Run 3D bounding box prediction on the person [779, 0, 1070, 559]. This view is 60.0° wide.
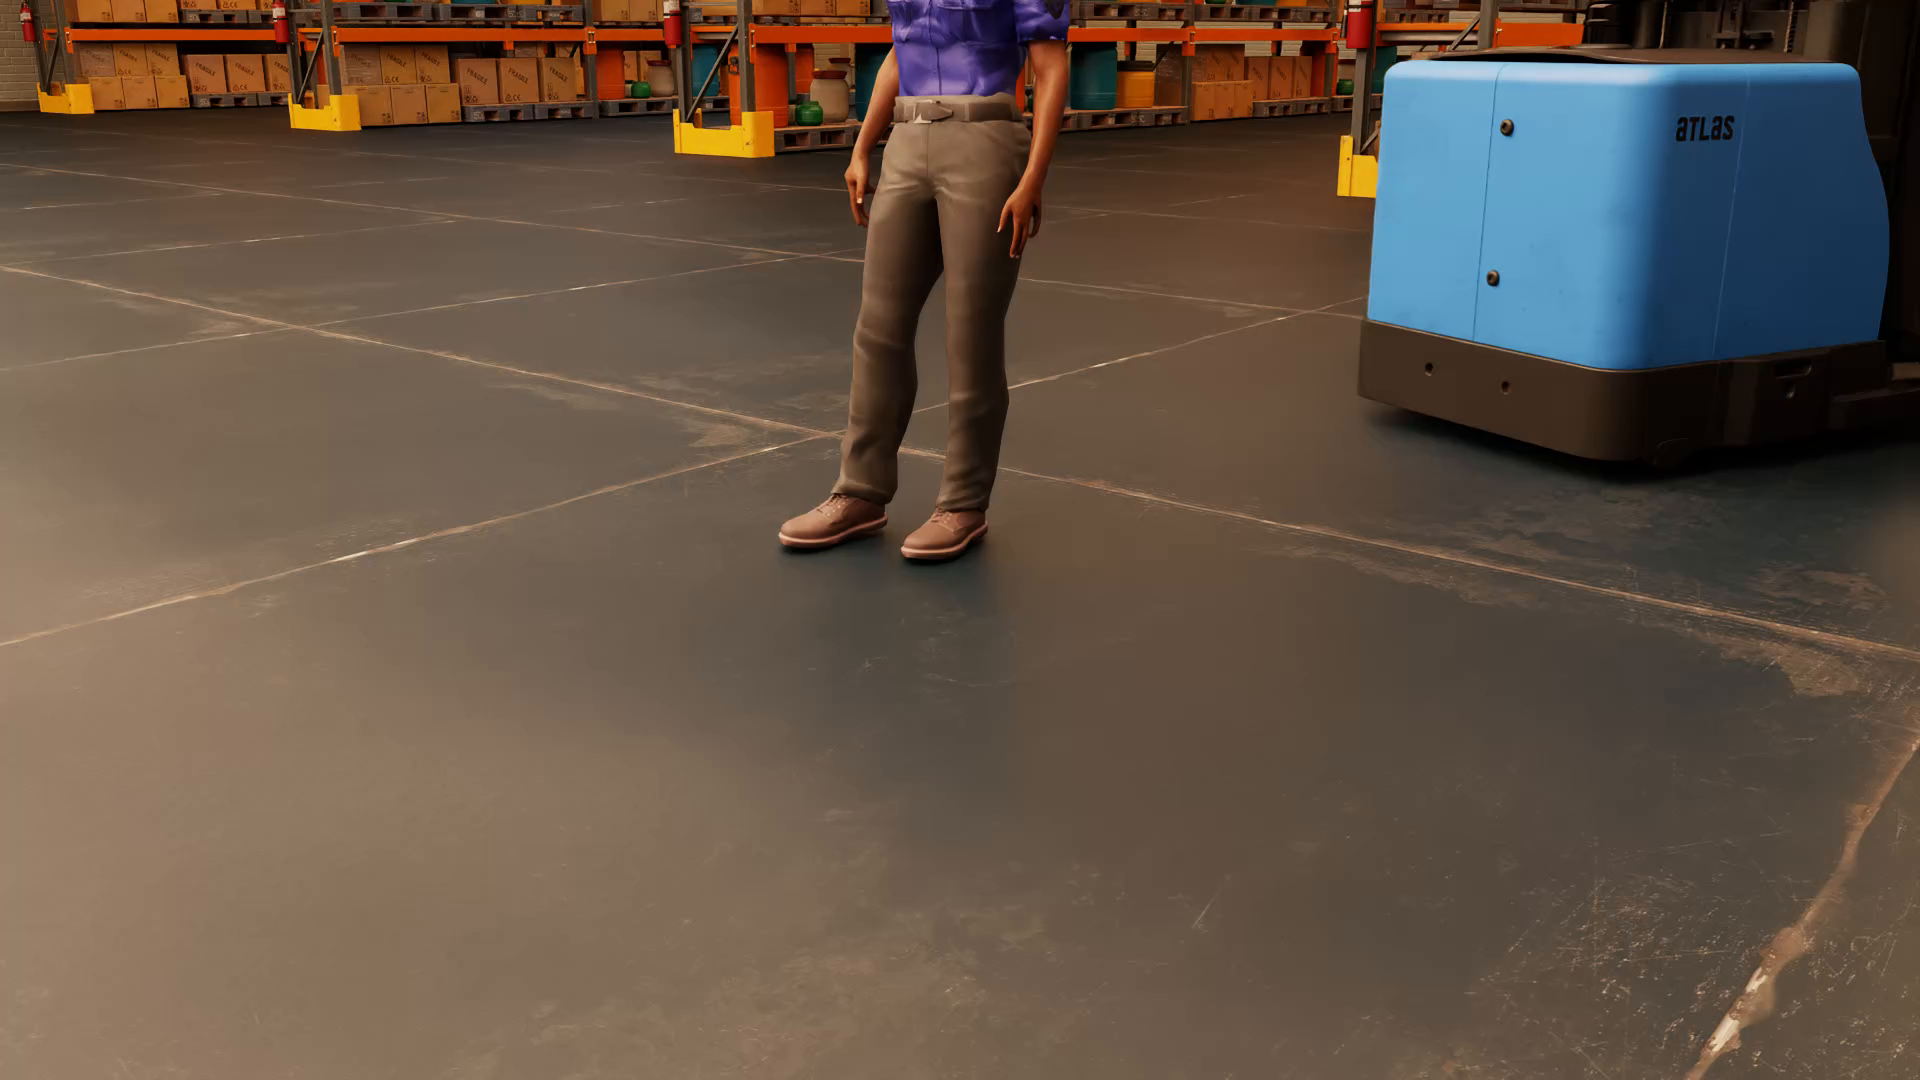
[{"bbox_3d":[-0.071,-0.770,3.650,0.570,1.631,0.503,13,21,37],"label":"person"}]

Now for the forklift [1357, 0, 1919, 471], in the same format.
[{"bbox_3d":[2.788,-1.869,5.051,3.031,2.935,1.130,-9,19,-26],"label":"forklift"}]
